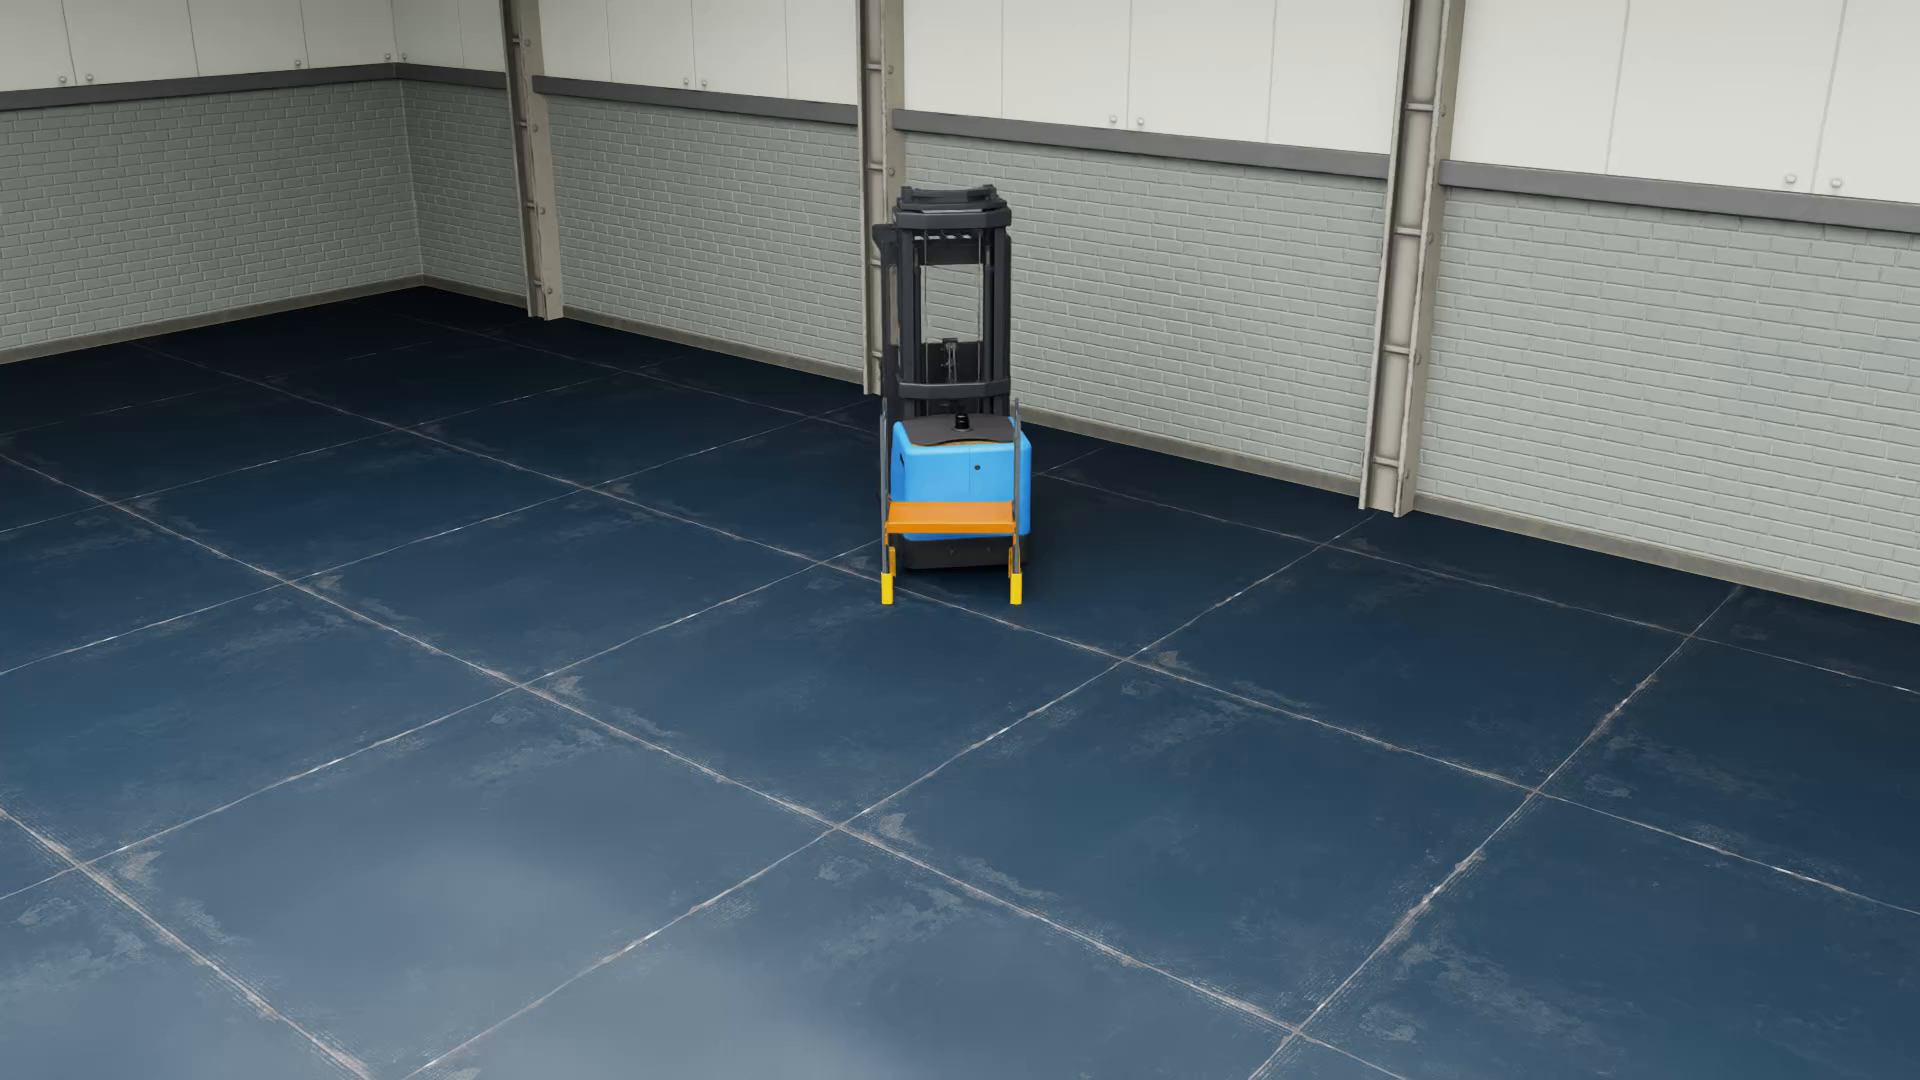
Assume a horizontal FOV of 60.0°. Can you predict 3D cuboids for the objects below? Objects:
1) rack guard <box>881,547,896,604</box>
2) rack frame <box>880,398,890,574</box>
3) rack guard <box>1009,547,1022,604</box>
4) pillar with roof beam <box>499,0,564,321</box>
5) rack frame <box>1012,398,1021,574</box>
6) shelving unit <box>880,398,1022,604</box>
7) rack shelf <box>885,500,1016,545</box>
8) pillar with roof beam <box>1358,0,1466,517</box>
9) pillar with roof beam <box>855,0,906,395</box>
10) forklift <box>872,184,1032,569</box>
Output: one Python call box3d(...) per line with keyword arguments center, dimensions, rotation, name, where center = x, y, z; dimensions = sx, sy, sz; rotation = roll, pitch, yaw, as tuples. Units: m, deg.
box3d(center=(-0.561, 0.276, 13.085), dimensions=(0.087, 0.250, 0.587), rotation=(0, 21, 0), name="rack guard")
box3d(center=(-0.580, -0.309, 12.865), dimensions=(0.032, 1.500, 0.500), rotation=(0, 21, 0), name="rack frame")
box3d(center=(0.435, 0.276, 13.083), dimensions=(0.087, 0.250, 0.587), rotation=(0, 21, 0), name="rack guard")
box3d(center=(-8.195, -5.995, 17.315), dimensions=(0.400, 9.000, 9.100), rotation=(16, 26, 36), name="pillar with roof beam")
box3d(center=(0.436, -0.308, 12.863), dimensions=(0.032, 1.500, 0.500), rotation=(0, 21, 0), name="rack frame")
box3d(center=(-0.063, -0.309, 12.864), dimensions=(1.083, 1.500, 0.587), rotation=(0, 21, 0), name="shelving unit")
box3d(center=(-0.072, -0.141, 12.927), dimensions=(1.000, 0.185, 0.538), rotation=(0, 21, 0), name="rack shelf")
box3d(center=(1.102, -3.318, 10.216), dimensions=(0.400, 9.000, 9.100), rotation=(16, 26, 36), name="pillar with roof beam")
box3d(center=(-3.546, -4.657, 13.765), dimensions=(0.400, 9.000, 9.100), rotation=(16, 26, 36), name="pillar with roof beam")
box3d(center=(-0.157, -1.620, 14.313), dimensions=(1.130, 2.935, 3.031), rotation=(-3, 21, -8), name="forklift")
